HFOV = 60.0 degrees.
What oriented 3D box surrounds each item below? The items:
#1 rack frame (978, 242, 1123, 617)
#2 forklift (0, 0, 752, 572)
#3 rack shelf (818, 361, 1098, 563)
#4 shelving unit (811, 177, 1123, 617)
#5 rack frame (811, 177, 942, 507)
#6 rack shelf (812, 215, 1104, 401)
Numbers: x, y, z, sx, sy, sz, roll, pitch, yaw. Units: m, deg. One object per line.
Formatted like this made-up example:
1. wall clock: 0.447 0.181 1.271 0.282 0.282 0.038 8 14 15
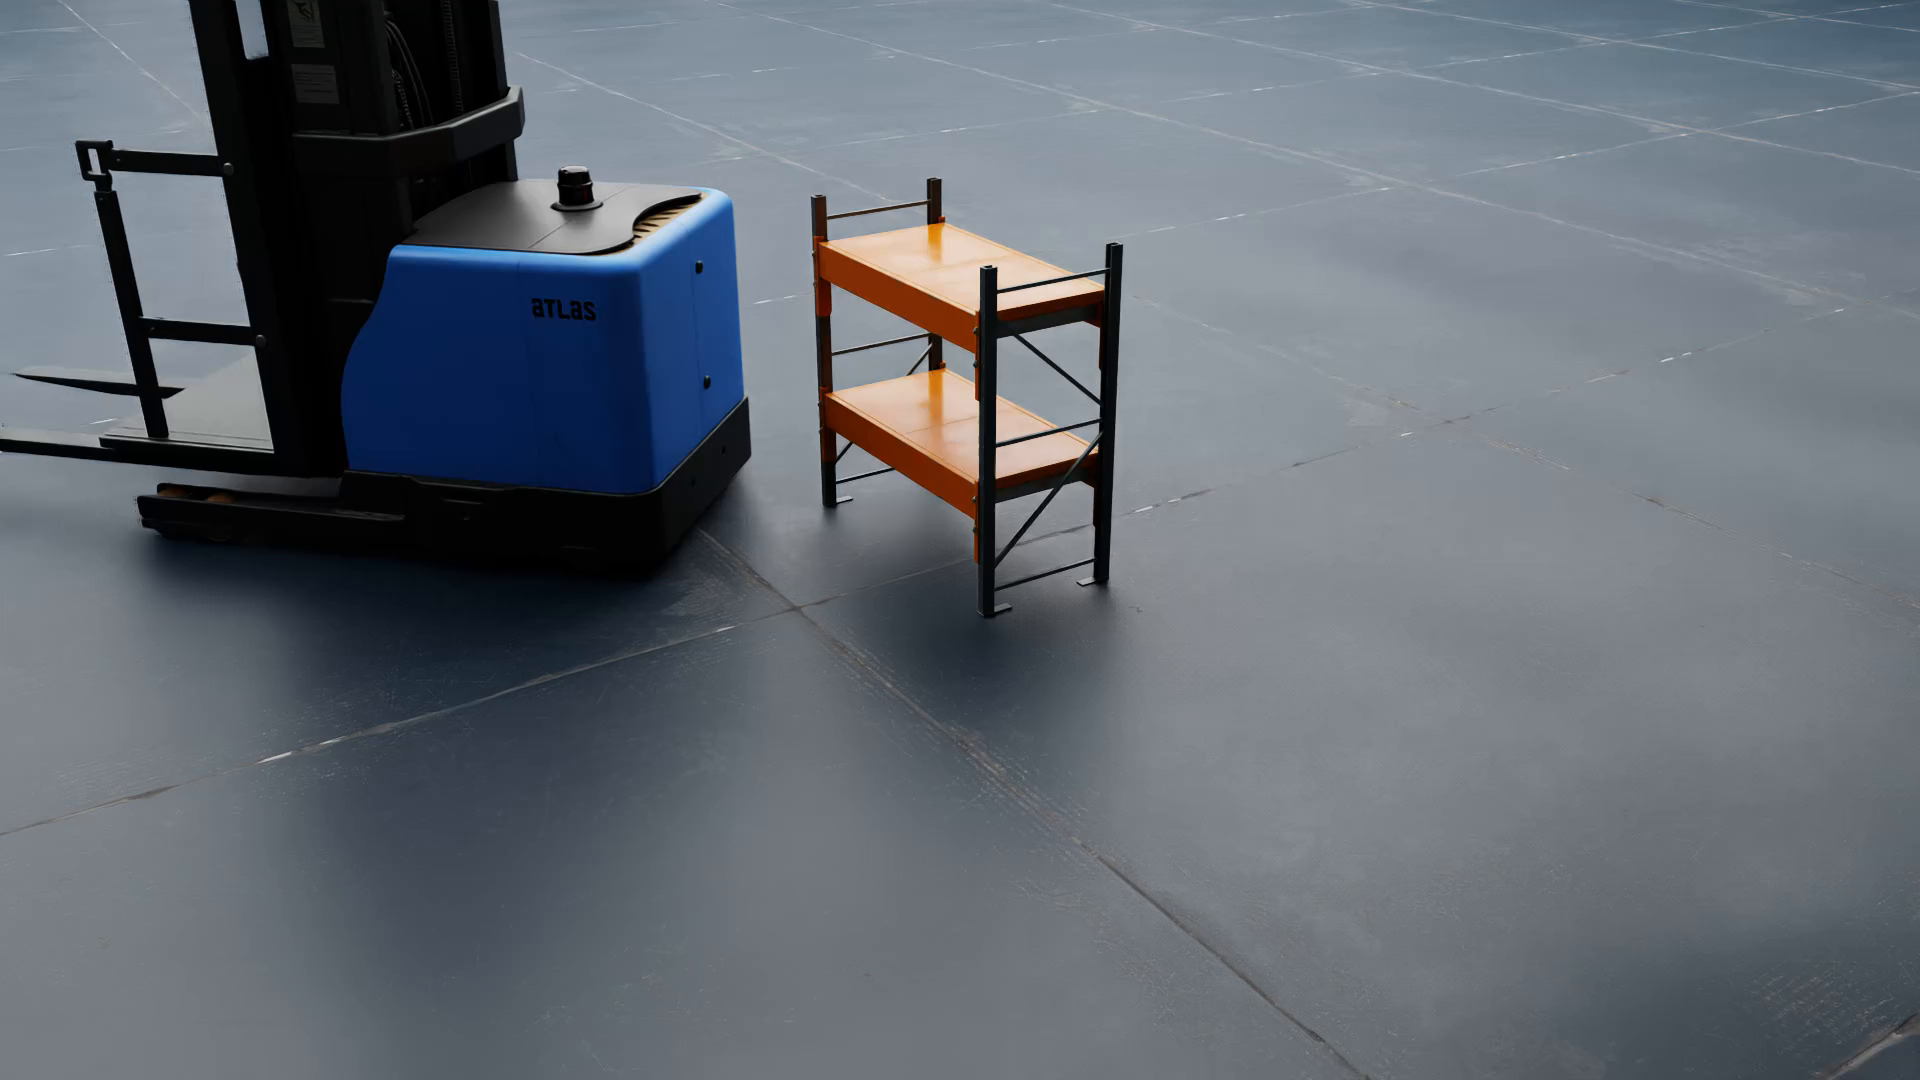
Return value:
1. rack frame: 0.274 -0.329 5.130 0.500 1.125 0.032 -16 29 -30
2. forklift: -2.356 -1.533 5.564 3.031 2.935 1.130 5 26 11
3. rack shelf: -0.004 -0.290 5.619 0.538 0.278 1.000 -16 29 -30
4. shelving unit: -0.004 -0.511 5.515 0.538 1.125 1.048 -16 29 -30
5. rack frame: -0.281 -0.693 5.900 0.500 1.125 0.032 -16 29 -30
6. rack shelf: -0.004 -0.776 5.390 0.538 0.278 1.000 -16 29 -30
